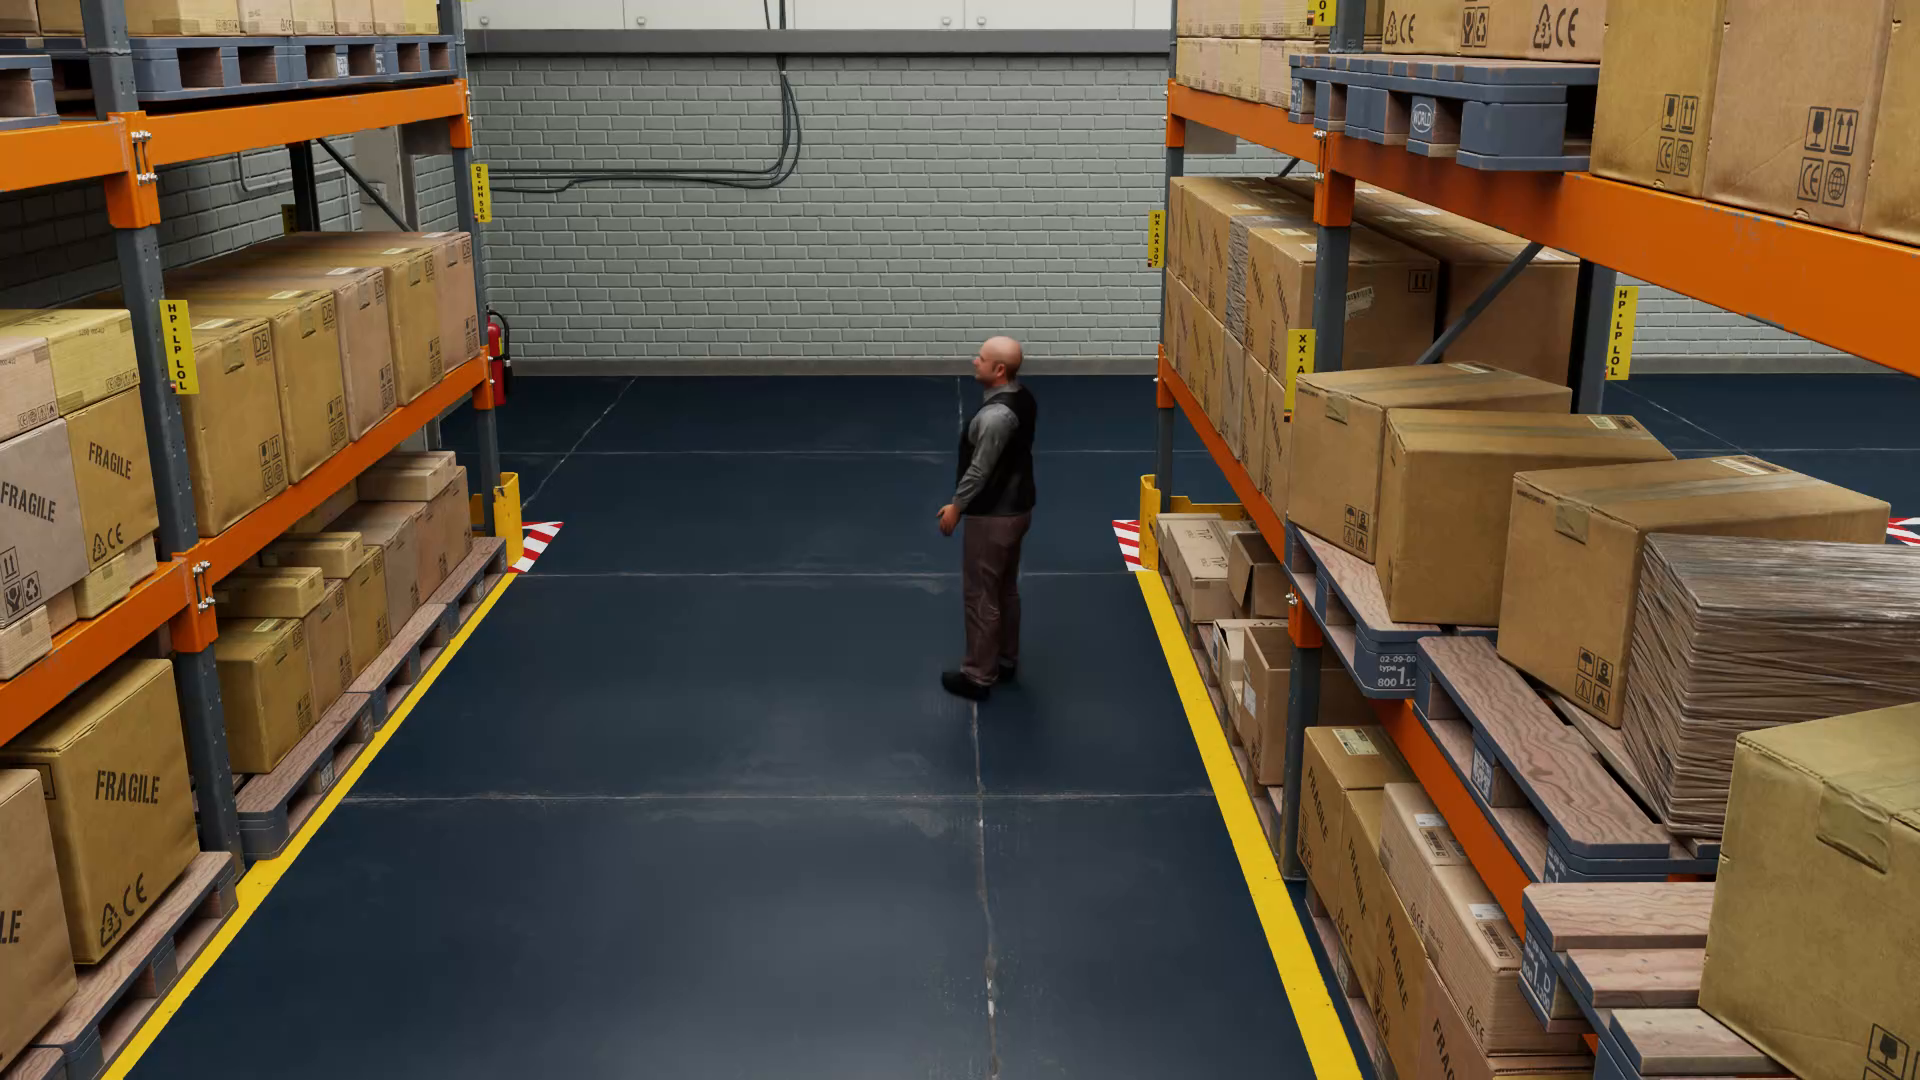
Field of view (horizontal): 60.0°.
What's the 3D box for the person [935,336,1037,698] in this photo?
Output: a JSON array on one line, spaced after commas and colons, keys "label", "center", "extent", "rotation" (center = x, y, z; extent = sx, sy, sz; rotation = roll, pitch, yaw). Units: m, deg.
[{"label": "person", "center": [0.136, -0.122, 7.918], "extent": [0.444, 1.733, 0.582], "rotation": [5, 18, 16]}]
